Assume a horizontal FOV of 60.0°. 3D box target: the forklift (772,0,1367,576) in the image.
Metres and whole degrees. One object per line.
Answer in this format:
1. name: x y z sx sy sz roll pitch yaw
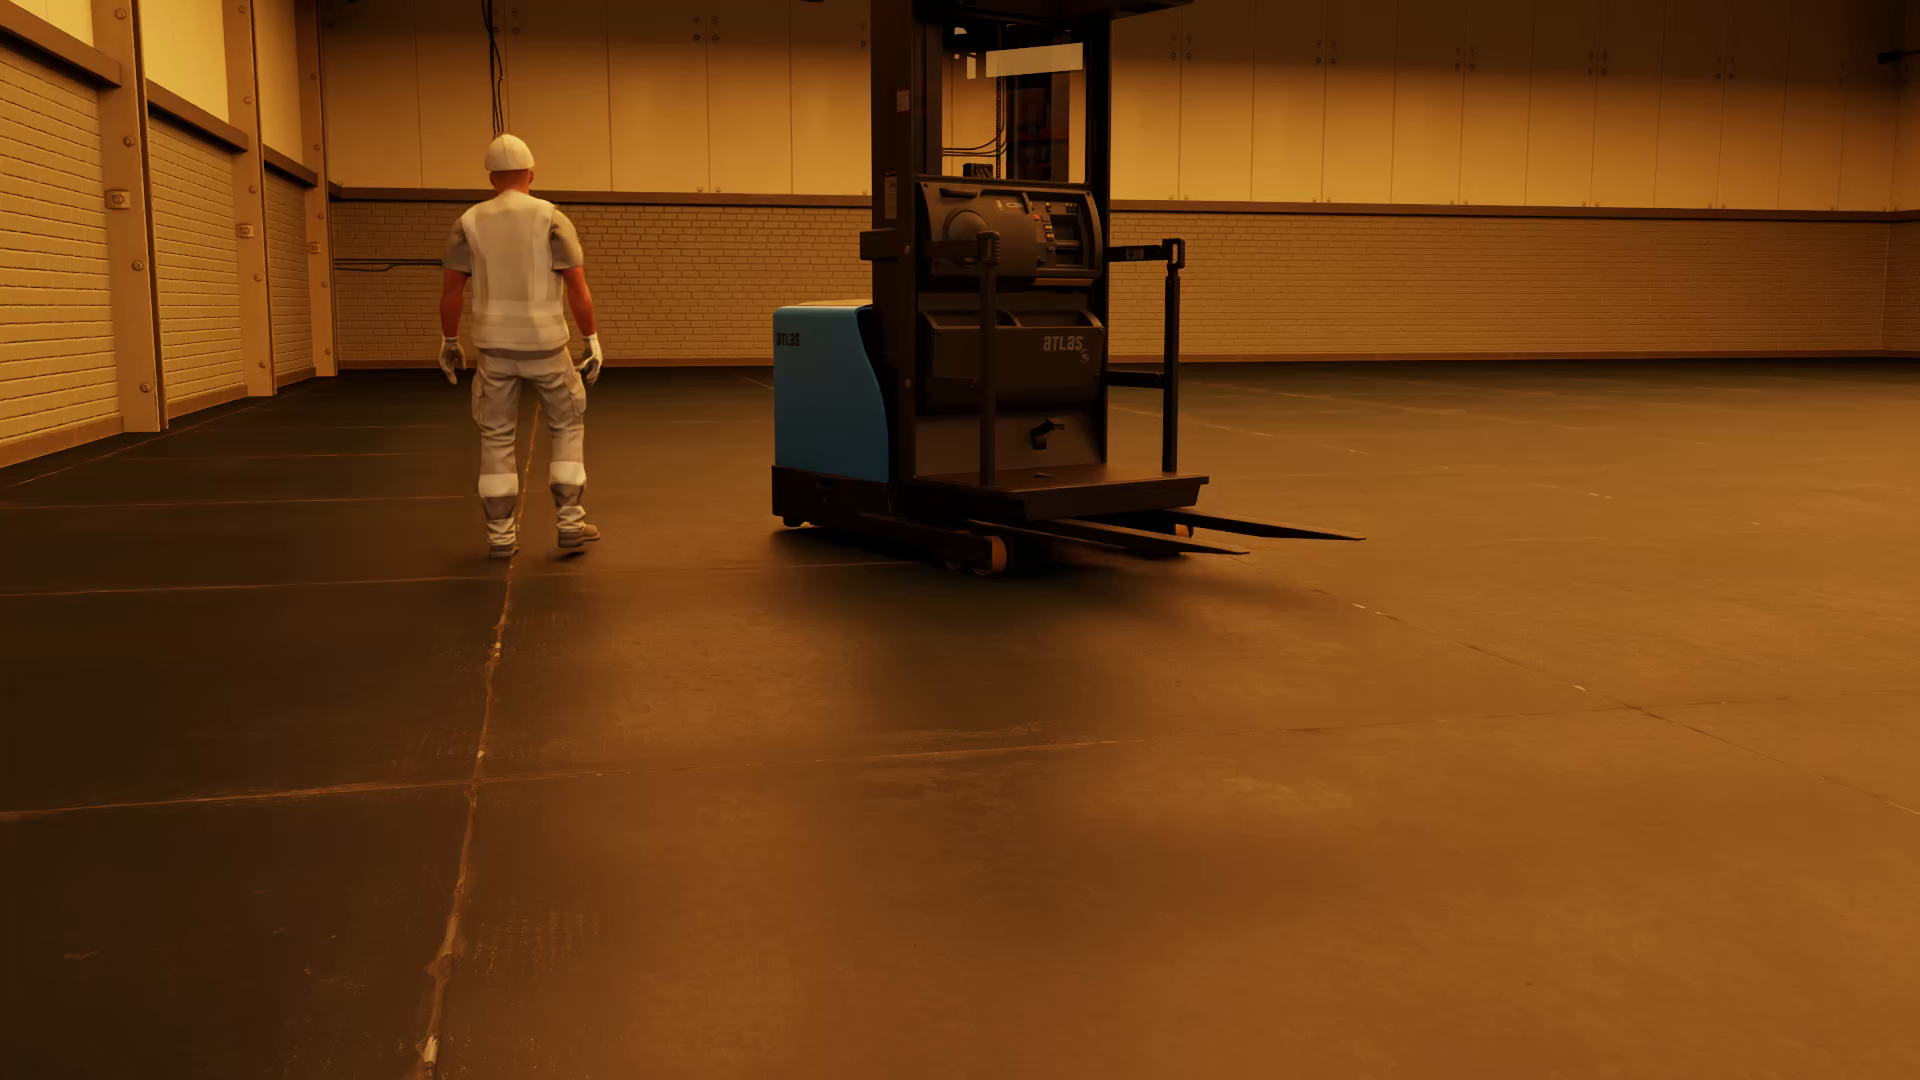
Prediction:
1. forklift: 0.355 -1.383 7.015 1.130 2.935 3.031 -6 10 -35

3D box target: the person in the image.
1. person: -1.870 -0.816 7.109 0.694 1.785 0.459 0 8 -3
